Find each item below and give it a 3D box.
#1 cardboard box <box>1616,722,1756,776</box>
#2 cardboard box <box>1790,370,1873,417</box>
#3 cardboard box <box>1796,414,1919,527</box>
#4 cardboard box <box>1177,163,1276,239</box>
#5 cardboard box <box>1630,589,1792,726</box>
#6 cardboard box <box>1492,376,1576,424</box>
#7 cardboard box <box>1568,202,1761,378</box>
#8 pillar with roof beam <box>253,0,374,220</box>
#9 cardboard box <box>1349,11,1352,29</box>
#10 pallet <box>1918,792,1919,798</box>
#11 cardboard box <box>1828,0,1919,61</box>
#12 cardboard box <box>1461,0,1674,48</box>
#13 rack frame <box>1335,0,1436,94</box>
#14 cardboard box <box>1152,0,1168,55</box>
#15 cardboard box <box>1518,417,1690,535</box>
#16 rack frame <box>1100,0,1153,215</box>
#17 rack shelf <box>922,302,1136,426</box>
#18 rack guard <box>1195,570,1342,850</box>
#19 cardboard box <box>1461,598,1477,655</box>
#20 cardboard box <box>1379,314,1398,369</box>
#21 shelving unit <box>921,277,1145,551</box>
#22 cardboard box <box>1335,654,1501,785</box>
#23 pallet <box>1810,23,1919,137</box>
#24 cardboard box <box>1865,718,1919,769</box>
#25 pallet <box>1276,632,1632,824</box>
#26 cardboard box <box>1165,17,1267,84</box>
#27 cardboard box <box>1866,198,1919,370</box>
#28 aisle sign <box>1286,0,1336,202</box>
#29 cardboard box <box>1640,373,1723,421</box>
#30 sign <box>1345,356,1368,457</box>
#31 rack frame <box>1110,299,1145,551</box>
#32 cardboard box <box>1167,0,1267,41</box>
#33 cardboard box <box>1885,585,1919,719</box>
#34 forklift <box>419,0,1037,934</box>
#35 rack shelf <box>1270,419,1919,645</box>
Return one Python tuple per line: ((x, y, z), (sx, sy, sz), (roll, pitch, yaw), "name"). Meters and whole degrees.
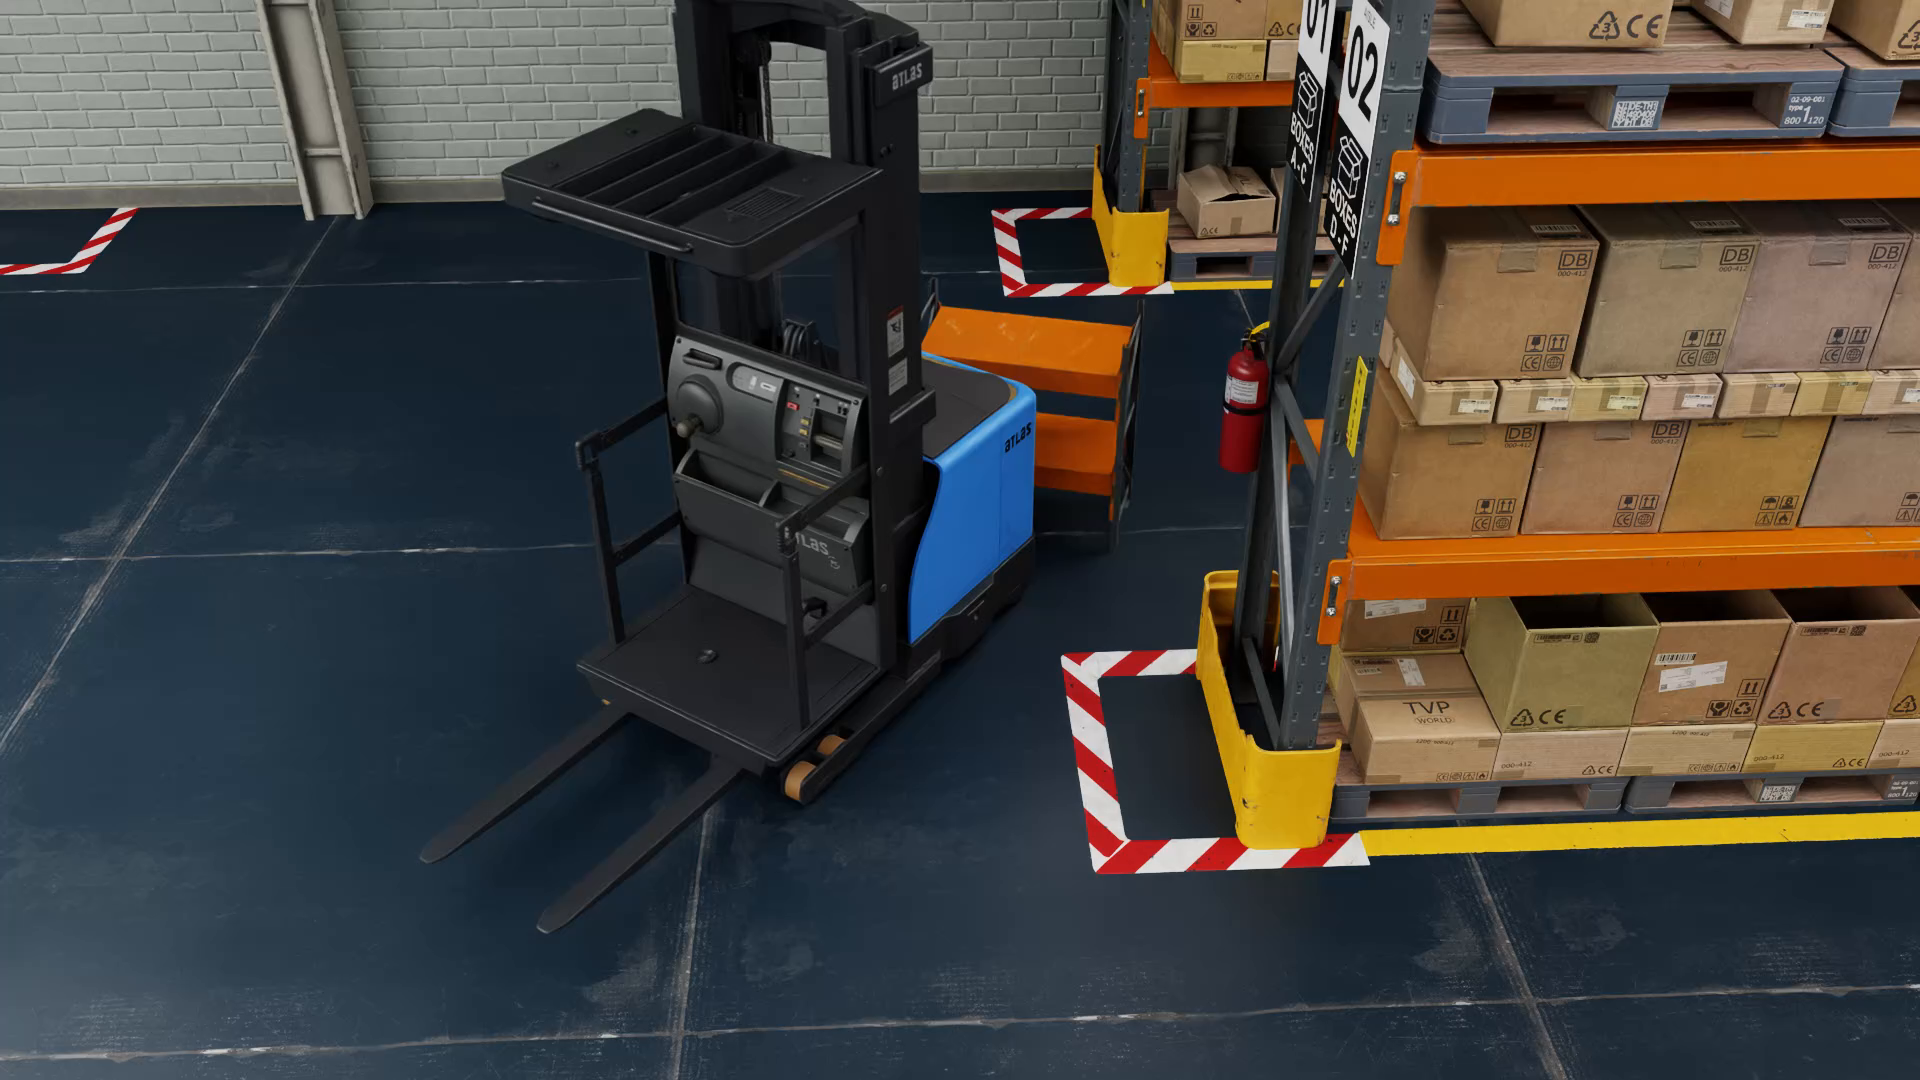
((2.813, 0.682, 6.676), (0.500, 0.250, 0.500), (-2, 35, -2), "cardboard box")
((2.957, -0.591, 5.810), (0.250, 0.149, 0.380), (-2, 35, -3), "cardboard box")
((3.282, -0.449, 6.175), (0.500, 0.500, 0.700), (-1, 35, -1), "cardboard box")
((1.726, -2.218, 10.795), (0.500, 0.311, 0.500), (-5, 35, -8), "cardboard box")
((2.813, 0.367, 6.472), (0.500, 0.500, 0.500), (-2, 35, -2), "cardboard box")
((1.934, -0.564, 5.771), (0.250, 0.149, 0.380), (-2, 35, -3), "cardboard box")
((2.313, -0.958, 5.770), (0.500, 0.500, 0.700), (-2, 35, -3), "cardboard box")
((-4.101, -3.543, 5.463), (0.400, 9.000, 9.100), (-2, 35, -2), "pillar with roof beam")
((2.532, -3.290, 9.823), (0.500, 0.500, 0.500), (-3, 35, -4), "cardboard box")
((4.468, 0.677, 7.086), (1.213, 0.211, 1.003), (-2, 35, -2), "pallet")
((2.940, -1.753, 4.932), (0.500, 0.500, 0.500), (-2, 35, -2), "cardboard box")
((1.843, -1.878, 5.109), (0.637, 0.503, 0.797), (1, 35, 1), "cardboard box")
((1.268, -2.826, 4.426), (0.127, 3.000, 1.000), (-2, 35, -2), "rack frame")
((1.488, -3.244, 10.416), (0.500, 0.250, 0.500), (-1, 35, -2), "cardboard box")
((2.260, -0.422, 6.137), (0.500, 0.500, 0.700), (-1, 35, -1), "cardboard box")
((1.030, -3.175, 10.202), (0.127, 3.000, 1.000), (-2, 35, -2), "rack frame")
((0.315, -0.854, 7.982), (1.000, 0.278, 0.538), (8, 35, 11), "rack shelf")
((1.244, 0.669, 6.843), (0.348, 0.500, 1.175), (-2, 35, -2), "rack guard")
((2.289, 0.396, 7.089), (0.500, 0.250, 0.500), (-2, 35, -2), "cardboard box")
((1.641, -0.785, 6.091), (0.250, 0.149, 0.380), (-2, 35, -3), "cardboard box")
((0.315, -0.614, 8.148), (1.048, 1.125, 0.538), (8, 35, 11), "shelving unit")
((1.815, 0.711, 6.634), (0.500, 0.250, 0.500), (-2, 35, -2), "cardboard box")
((3.198, -1.595, 5.361), (1.213, 0.211, 1.003), (-2, 35, -2), "pallet")
((3.812, 0.658, 6.711), (0.500, 0.250, 0.500), (-2, 35, -2), "cardboard box")
((2.030, 0.743, 6.991), (1.213, 0.211, 1.003), (-2, 35, -2), "pallet")
((1.533, -2.954, 9.997), (0.500, 0.250, 0.500), (-3, 35, -4), "cardboard box")
((3.317, -0.985, 5.810), (0.500, 0.500, 0.700), (-2, 35, -2), "cardboard box")
((1.189, -1.593, 5.632), (0.004, 0.787, 0.394), (-2, 35, -2), "aisle sign")
((2.436, -0.575, 5.787), (0.250, 0.149, 0.380), (-2, 35, -3), "cardboard box")
((1.289, -0.432, 5.408), (0.005, 0.325, 0.100), (-2, 35, -2), "sign")
((0.809, -0.546, 8.051), (0.032, 1.125, 0.500), (8, 35, 11), "rack frame")
((1.521, -3.272, 9.797), (0.500, 0.500, 0.500), (-1, 35, -2), "cardboard box")
((3.812, 0.342, 6.508), (0.500, 0.500, 0.500), (-2, 35, -2), "cardboard box")
((-0.885, -0.455, 6.332), (1.130, 2.935, 3.031), (21, 40, 27), "forklift")
((3.266, -0.117, 6.415), (4.000, 0.370, 1.077), (-2, 35, -2), "rack shelf")
